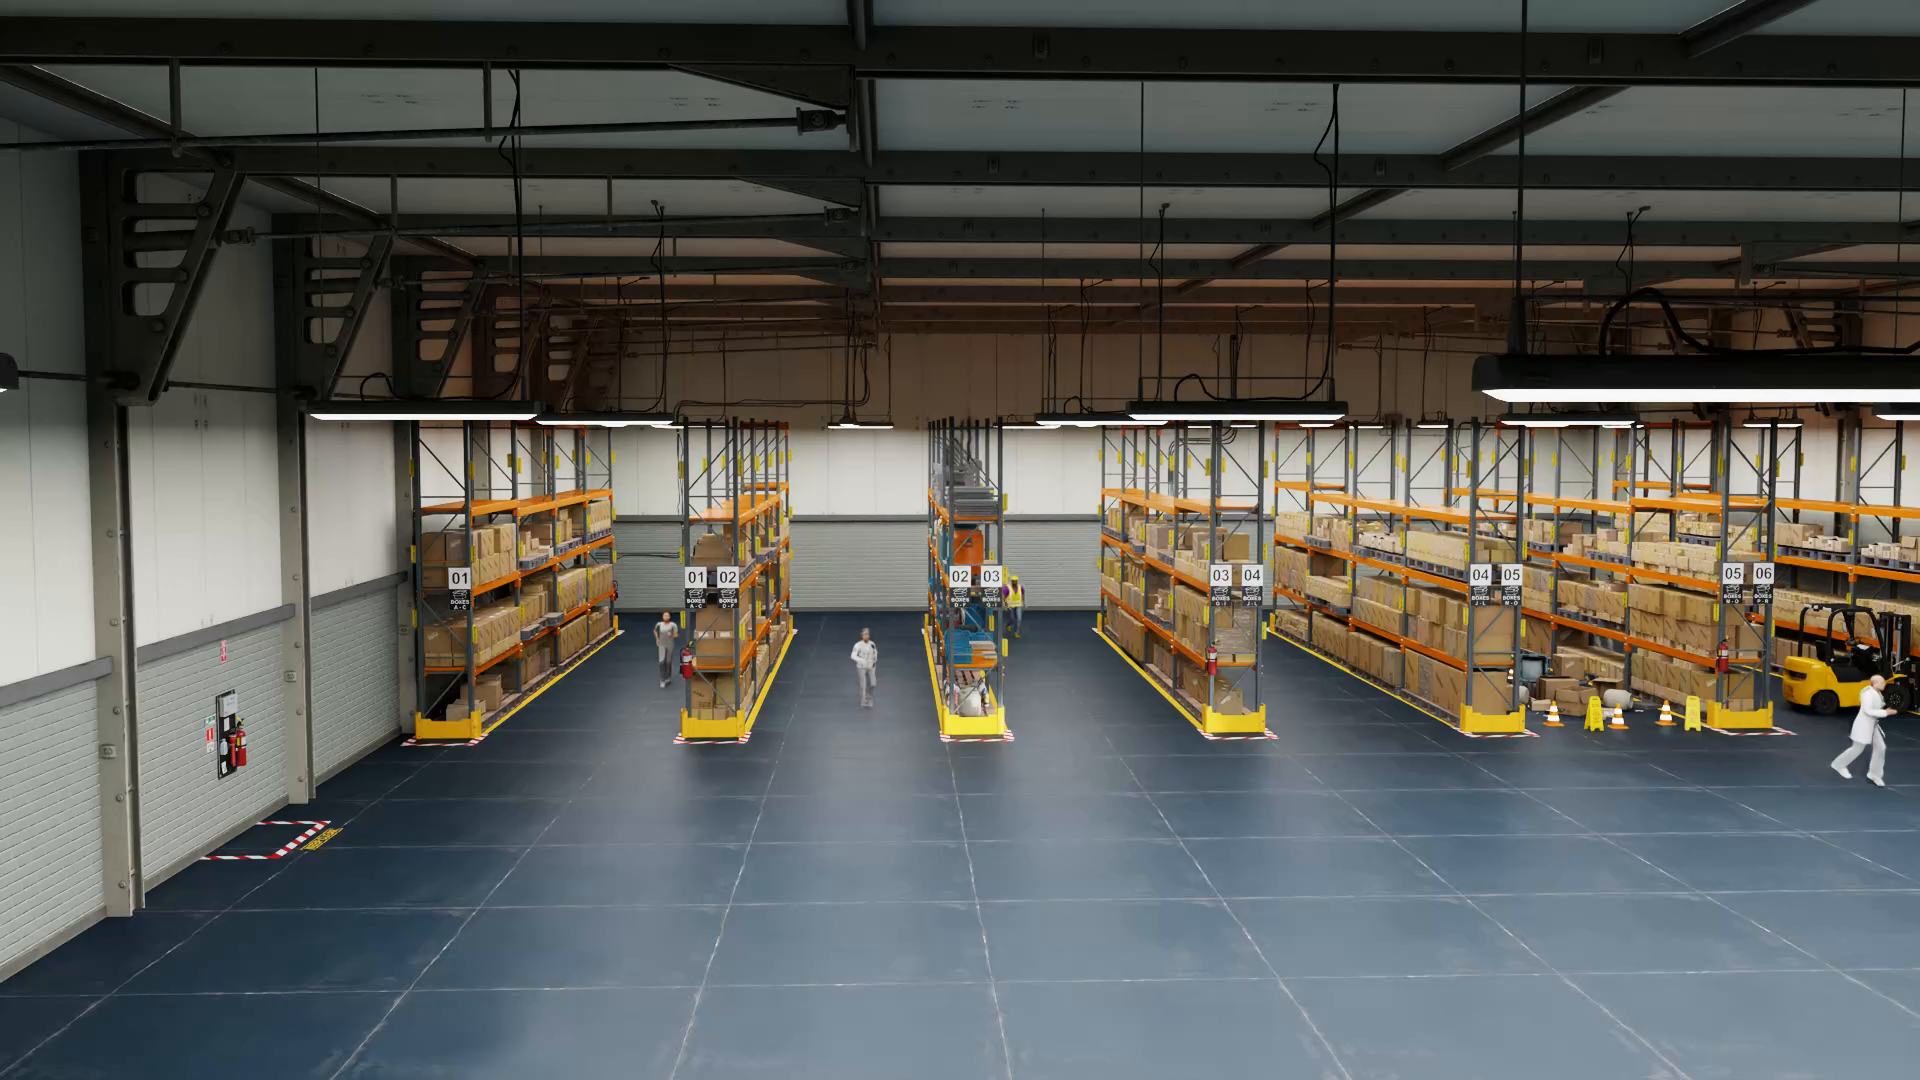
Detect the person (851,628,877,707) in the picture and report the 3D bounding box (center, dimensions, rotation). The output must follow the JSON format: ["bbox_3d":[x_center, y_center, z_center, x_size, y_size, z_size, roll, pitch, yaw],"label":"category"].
[{"bbox_3d":[-1.941,2.643,34.341,0.618,1.663,0.597,-1,4,-20],"label":"person"}]

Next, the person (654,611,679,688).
[{"bbox_3d":[-6.615,2.444,37.483,0.550,1.729,0.780,-1,4,-10],"label":"person"}]

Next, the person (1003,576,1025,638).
[{"bbox_3d":[1.497,1.849,46.347,0.696,1.728,0.745,-1,4,-15],"label":"person"}]

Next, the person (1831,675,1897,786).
[{"bbox_3d":[14.725,3.102,27.088,0.709,1.858,0.982,-3,5,-41],"label":"person"}]

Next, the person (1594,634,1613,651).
[{"bbox_3d":[16.196,2.107,41.807,0.677,1.823,0.738,0,4,-7],"label":"person"}]
